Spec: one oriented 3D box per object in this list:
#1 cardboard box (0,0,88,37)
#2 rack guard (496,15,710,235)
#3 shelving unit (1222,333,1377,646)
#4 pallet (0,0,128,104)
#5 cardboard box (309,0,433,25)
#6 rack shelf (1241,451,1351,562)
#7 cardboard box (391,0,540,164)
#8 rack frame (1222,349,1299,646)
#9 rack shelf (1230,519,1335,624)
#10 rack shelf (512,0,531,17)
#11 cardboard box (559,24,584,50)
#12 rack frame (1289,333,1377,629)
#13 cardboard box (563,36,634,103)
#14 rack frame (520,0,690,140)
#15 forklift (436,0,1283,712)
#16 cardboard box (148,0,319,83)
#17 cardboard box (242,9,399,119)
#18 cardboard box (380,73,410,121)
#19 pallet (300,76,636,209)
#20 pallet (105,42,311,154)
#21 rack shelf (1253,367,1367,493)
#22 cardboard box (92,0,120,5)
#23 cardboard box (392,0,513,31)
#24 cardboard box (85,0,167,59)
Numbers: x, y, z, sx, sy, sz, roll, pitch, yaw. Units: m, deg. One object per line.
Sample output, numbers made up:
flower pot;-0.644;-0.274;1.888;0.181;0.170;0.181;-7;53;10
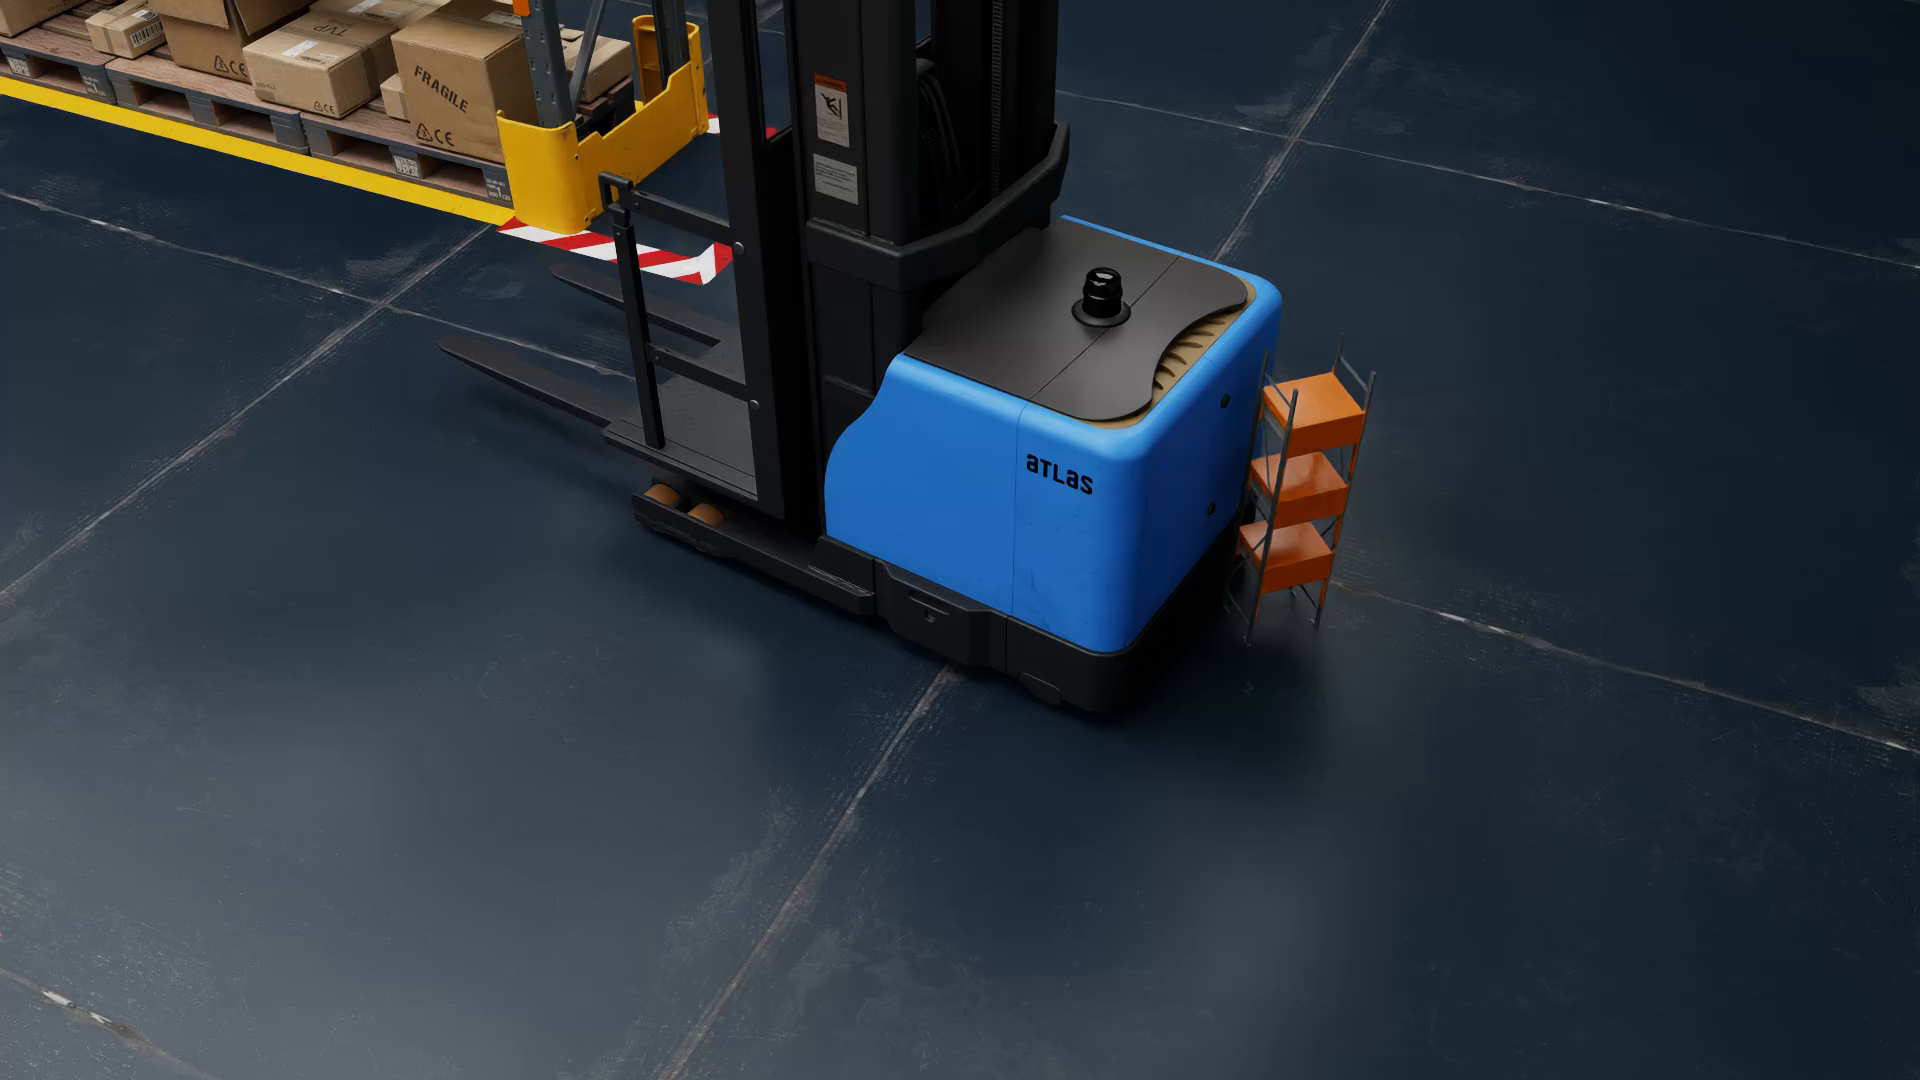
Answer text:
cardboard box;-4.862;-2.844;8.458;0.500;0.311;0.500;17;44;19
rack guard;-1.595;-1.907;7.569;0.348;0.500;1.175;17;44;19
shelving unit;1.019;-0.128;5.087;0.252;1.050;0.215;-13;45;-14
pallet;-4.529;-2.694;8.697;1.213;0.211;1.003;17;44;19
cardboard box;-2.805;-2.554;8.170;0.500;0.250;0.500;17;44;19
rack shelf;1.019;-0.121;5.094;0.240;0.259;0.215;-13;45;-14
cardboard box;-2.123;-2.057;7.405;0.500;0.500;0.500;17;44;19
rack frame;0.903;-0.102;5.058;0.008;1.050;0.200;-13;45;-14
rack shelf;1.017;0.080;5.286;0.240;0.259;0.215;-13;45;-14
rack shelf;-3.338;-3.113;7.600;4.000;0.370;1.077;17;44;19
cardboard box;-1.987;-2.316;7.959;0.250;0.166;0.380;17;44;19
rack frame;1.135;-0.154;5.115;0.008;1.050;0.200;-13;45;-14
cardboard box;-1.760;-2.240;7.885;0.250;0.149;0.380;17;44;19
rack frame;-1.526;-2.831;6.726;0.127;3.000;1.000;17;44;19
forklift;-0.527;-1.331;5.048;3.031;2.935;1.130;23;46;24
cardboard box;-3.446;-2.644;8.081;0.637;0.503;0.797;17;44;19
cardboard box;-2.971;-2.243;7.811;0.500;0.250;0.500;17;44;19
cardboard box;-2.452;-2.096;7.706;0.250;0.166;0.380;17;44;19
pallet;-2.318;-2.018;7.918;1.213;0.211;1.003;17;44;19
pallet;-3.419;-2.357;8.308;1.213;0.211;1.003;17;44;19
rack shelf;1.021;-0.325;4.897;0.240;0.259;0.215;-13;45;-14
cardboard box;-4.515;-3.171;8.691;0.500;0.500;0.500;17;44;19
cardboard box;-2.352;-2.415;8.010;0.500;0.250;0.500;17;44;19
cardboard box;-4.074;-2.556;8.236;0.250;0.166;0.380;17;44;19
